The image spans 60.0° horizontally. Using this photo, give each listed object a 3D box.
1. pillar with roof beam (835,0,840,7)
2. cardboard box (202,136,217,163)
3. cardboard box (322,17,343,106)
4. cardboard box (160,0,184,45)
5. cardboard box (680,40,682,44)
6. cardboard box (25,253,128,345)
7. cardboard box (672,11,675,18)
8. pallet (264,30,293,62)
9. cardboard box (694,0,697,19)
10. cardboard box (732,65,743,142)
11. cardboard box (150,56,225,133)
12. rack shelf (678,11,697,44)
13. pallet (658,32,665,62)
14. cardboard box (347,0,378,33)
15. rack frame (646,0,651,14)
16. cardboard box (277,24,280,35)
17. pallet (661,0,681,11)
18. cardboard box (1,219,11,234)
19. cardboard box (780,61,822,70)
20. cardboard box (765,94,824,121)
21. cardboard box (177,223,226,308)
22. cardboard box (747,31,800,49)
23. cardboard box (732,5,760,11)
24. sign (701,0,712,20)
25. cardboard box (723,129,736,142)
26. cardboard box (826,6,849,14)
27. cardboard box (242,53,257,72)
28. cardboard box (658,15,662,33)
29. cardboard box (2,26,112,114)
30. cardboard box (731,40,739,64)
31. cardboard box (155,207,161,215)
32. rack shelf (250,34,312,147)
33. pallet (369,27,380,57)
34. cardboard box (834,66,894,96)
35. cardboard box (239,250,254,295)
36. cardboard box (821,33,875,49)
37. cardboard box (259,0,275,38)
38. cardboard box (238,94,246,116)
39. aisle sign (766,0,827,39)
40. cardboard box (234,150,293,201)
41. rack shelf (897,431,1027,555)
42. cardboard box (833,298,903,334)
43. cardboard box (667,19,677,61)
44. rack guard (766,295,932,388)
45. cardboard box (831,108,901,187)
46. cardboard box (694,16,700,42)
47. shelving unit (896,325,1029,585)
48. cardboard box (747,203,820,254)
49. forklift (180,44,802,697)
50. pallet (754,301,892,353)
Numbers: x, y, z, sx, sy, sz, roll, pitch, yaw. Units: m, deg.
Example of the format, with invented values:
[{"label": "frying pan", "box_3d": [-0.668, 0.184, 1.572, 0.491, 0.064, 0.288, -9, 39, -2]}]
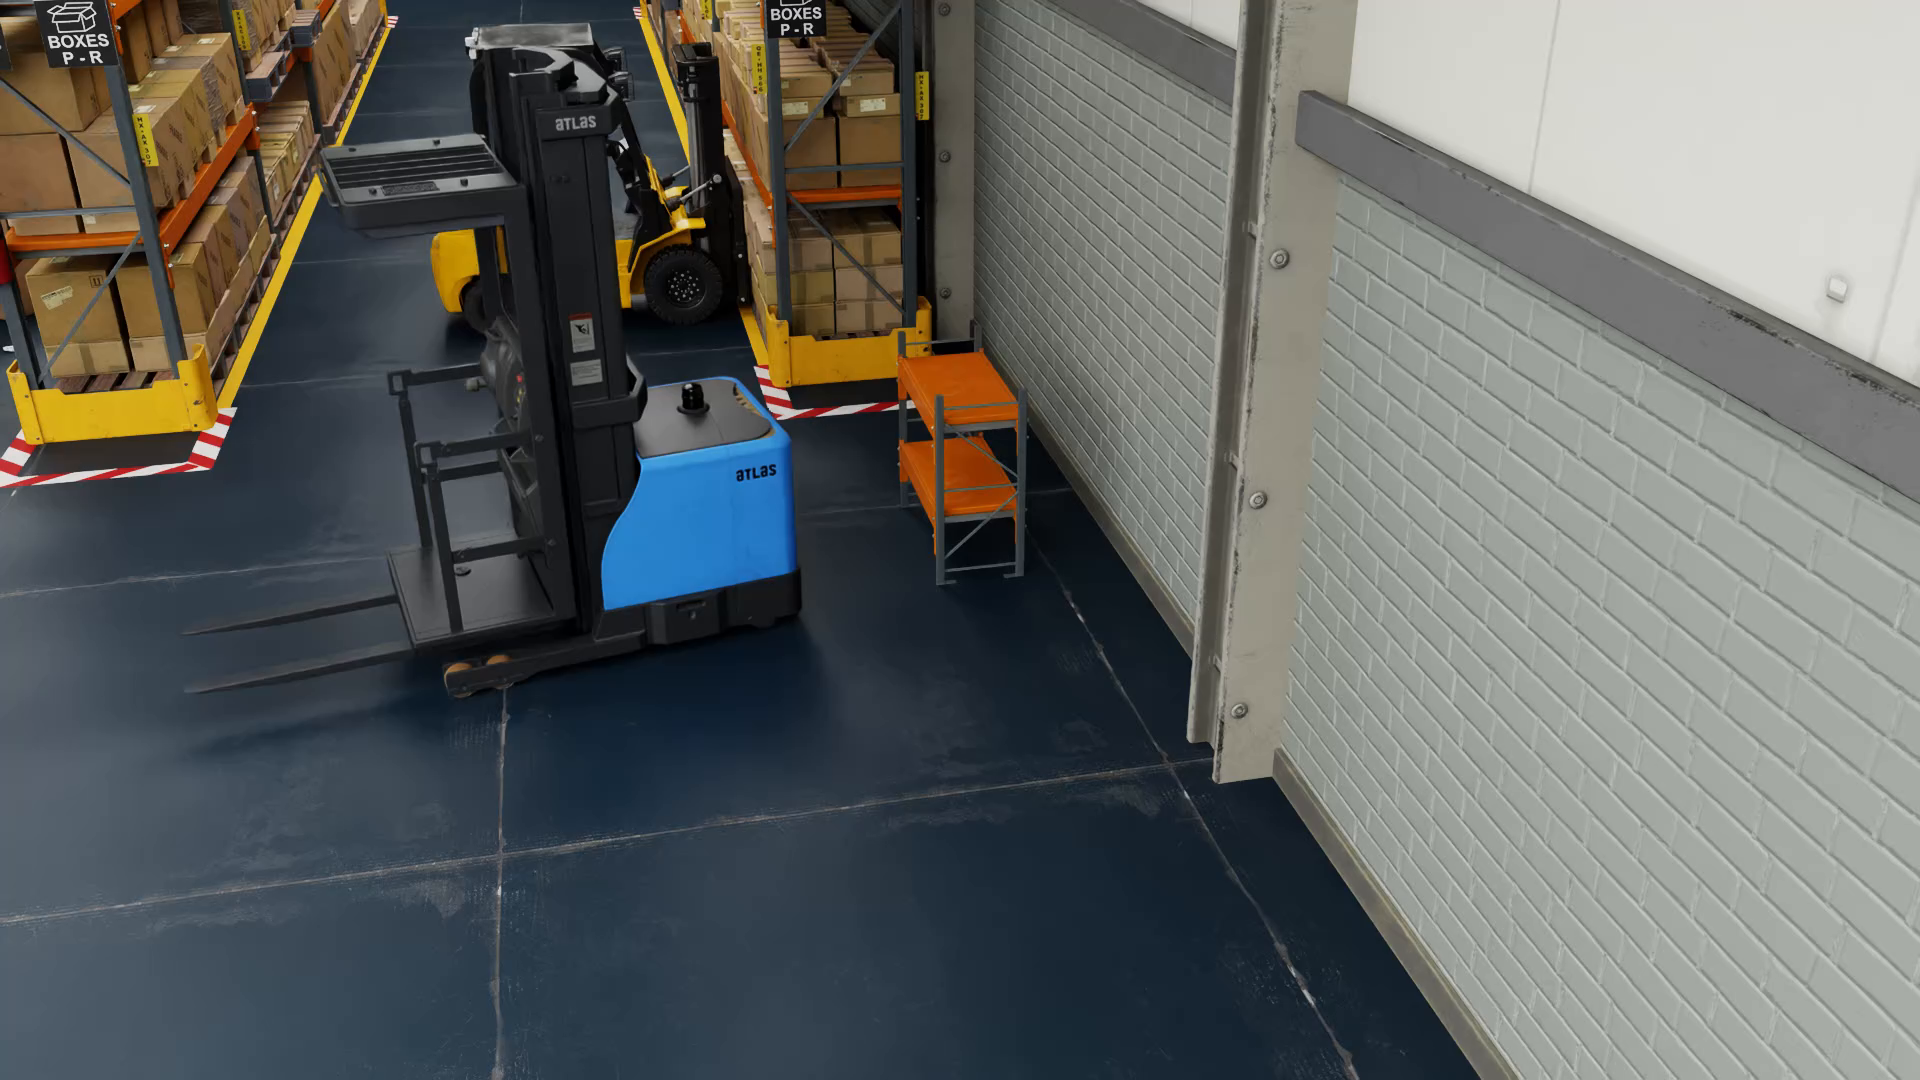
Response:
[{"label": "pillar with roof beam", "box_3d": [-5.630, -7.843, 15.302, 9.100, 9.000, 0.400, -6, 27, -12]}, {"label": "cardboard box", "box_3d": [-5.818, -2.928, 12.502, 0.380, 0.149, 0.250, -6, 27, -11]}, {"label": "cardboard box", "box_3d": [-7.714, -5.520, 19.249, 0.875, 0.875, 0.875, -6, 27, -11]}, {"label": "cardboard box", "box_3d": [-6.653, -4.230, 13.250, 0.700, 0.500, 0.500, -6, 27, -12]}, {"label": "cardboard box", "box_3d": [-3.057, -5.752, 19.405, 0.380, 0.149, 0.250, -7, 28, -14]}, {"label": "cardboard box", "box_3d": [-6.074, -1.685, 11.513, 0.500, 0.500, 0.500, -6, 27, -11]}, {"label": "cardboard box", "box_3d": [-3.550, -6.902, 21.683, 0.380, 0.149, 0.250, -7, 28, -13]}, {"label": "pallet", "box_3d": [-6.957, -4.627, 15.800, 1.003, 0.211, 1.213, -6, 27, -12]}, {"label": "cardboard box", "box_3d": [-2.394, -5.346, 16.624, 0.500, 0.250, 0.500, -6, 27, -11]}, {"label": "cardboard box", "box_3d": [-1.519, -3.478, 13.201, 0.500, 0.500, 0.500, -6, 27, -11]}, {"label": "cardboard box", "box_3d": [-5.955, -3.376, 12.669, 0.500, 0.500, 0.500, -5, 27, -10]}, {"label": "rack shelf", "box_3d": [-2.157, -4.884, 16.895, 1.077, 0.370, 4.000, -6, 27, -12]}, {"label": "pallet", "box_3d": [-3.663, -6.895, 23.177, 1.003, 0.211, 1.213, -6, 27, -12]}, {"label": "cardboard box", "box_3d": [-8.785, -7.452, 23.563, 0.875, 0.438, 0.875, -5, 27, -10]}, {"label": "rack frame", "box_3d": [-4.411, -9.595, 25.430, 1.000, 3.000, 0.127, -6, 27, -12]}, {"label": "cardboard box", "box_3d": [-6.713, -4.860, 15.863, 0.380, 0.149, 0.250, -7, 28, -13]}, {"label": "pallet", "box_3d": [-2.829, -6.287, 19.091, 1.213, 0.211, 1.003, -6, 27, -12]}, {"label": "cardboard box", "box_3d": [-8.269, -2.849, 14.000, 0.500, 0.500, 0.500, -6, 27, -12]}, {"label": "cardboard box", "box_3d": [-1.177, -3.279, 11.756, 0.380, 0.149, 0.250, -6, 27, -12]}, {"label": "cardboard box", "box_3d": [-1.156, -3.029, 11.591, 0.380, 0.149, 0.250, -6, 27, -11]}, {"label": "cardboard box", "box_3d": [-5.680, -1.981, 12.100, 0.500, 0.500, 0.500, -7, 28, -14]}, {"label": "cardboard box", "box_3d": [-1.442, -3.846, 12.881, 0.380, 0.149, 0.250, -6, 27, -11]}, {"label": "cardboard box", "box_3d": [-1.710, -4.407, 13.991, 0.380, 0.149, 0.250, -6, 27, -13]}, {"label": "sign", "box_3d": [-2.233, -4.749, 14.633, 0.100, 0.325, 0.005, -6, 27, -12]}, {"label": "cardboard box", "box_3d": [-1.903, -3.489, 14.809, 0.500, 0.250, 0.500, -6, 27, -12]}, {"label": "cardboard box", "box_3d": [-1.134, -4.352, 13.881, 0.380, 0.149, 0.250, -6, 27, -13]}, {"label": "cardboard box", "box_3d": [-6.358, -4.171, 14.498, 0.380, 0.149, 0.250, -6, 27, -11]}, {"label": "cardboard box", "box_3d": [-4.001, -7.177, 23.209, 0.396, 0.266, 0.258, -5, 27, -10]}, {"label": "cardboard box", "box_3d": [-6.074, -3.114, 11.040, 0.700, 0.500, 0.500, -6, 27, -11]}, {"label": "cardboard box", "box_3d": [-1.630, -3.929, 13.375, 0.380, 0.149, 0.250, -7, 28, -13]}, {"label": "cardboard box", "box_3d": [-5.586, -2.232, 11.123, 0.380, 0.149, 0.250, -6, 27, -11]}, {"label": "rack shelf", "box_3d": [-6.992, -4.378, 15.893, 1.077, 0.370, 4.000, -6, 27, -12]}, {"label": "pallet", "box_3d": [-8.718, -6.967, 23.318, 1.003, 0.211, 1.213, -6, 27, -12]}, {"label": "cardboard box", "box_3d": [-0.672, -3.207, 11.614, 0.380, 0.149, 0.250, -6, 27, -13]}, {"label": "cardboard box", "box_3d": [-5.906, -2.092, 13.152, 0.500, 0.250, 0.500, -6, 27, -11]}, {"label": "cardboard box", "box_3d": [-0.860, -3.788, 12.765, 0.380, 0.149, 0.250, -7, 28, -13]}, {"label": "cardboard box", "box_3d": [-6.579, -4.859, 15.141, 0.500, 0.500, 0.500, -6, 27, -12]}, {"label": "cardboard box", "box_3d": [-6.172, -3.599, 13.830, 0.380, 0.149, 0.250, -6, 27, -12]}, {"label": "aisle sign", "box_3d": [-1.076, -3.673, 10.812, 0.394, 0.787, 0.004, -6, 27, -12]}, {"label": "cardboard box", "box_3d": [-6.827, -3.381, 15.569, 0.950, 0.372, 0.625, -4, 27, -8]}, {"label": "rack shelf", "box_3d": [-0.002, -0.287, 9.613, 0.538, 0.278, 1.000, -6, 27, -12]}, {"label": "cardboard box", "box_3d": [-0.725, -1.766, 12.506, 0.500, 0.250, 0.500, -6, 27, -11]}, {"label": "cardboard box", "box_3d": [-3.490, -6.442, 21.493, 0.500, 0.500, 0.500, -6, 27, -12]}, {"label": "rack guard", "box_3d": [-0.799, -1.444, 12.057, 1.175, 0.500, 0.348, -6, 27, -12]}, {"label": "cardboard box", "box_3d": [-0.646, -2.861, 11.978, 0.500, 0.500, 0.500, -5, 27, -10]}, {"label": "cardboard box", "box_3d": [-2.399, -5.122, 16.734, 0.500, 0.250, 0.500, -5, 27, -10]}, {"label": "shelving unit", "box_3d": [-0.002, -0.505, 9.502, 0.538, 1.125, 1.048, -6, 27, -12]}, {"label": "cardboard box", "box_3d": [-1.333, -2.371, 12.595, 0.500, 0.250, 0.500, -5, 27, -11]}, {"label": "forklift", "box_3d": [-2.407, -0.803, 8.087, 3.031, 2.935, 1.130, -11, 29, -21]}, {"label": "pallet", "box_3d": [-1.018, -1.657, 12.799, 1.003, 0.211, 1.213, -6, 27, -12]}]
